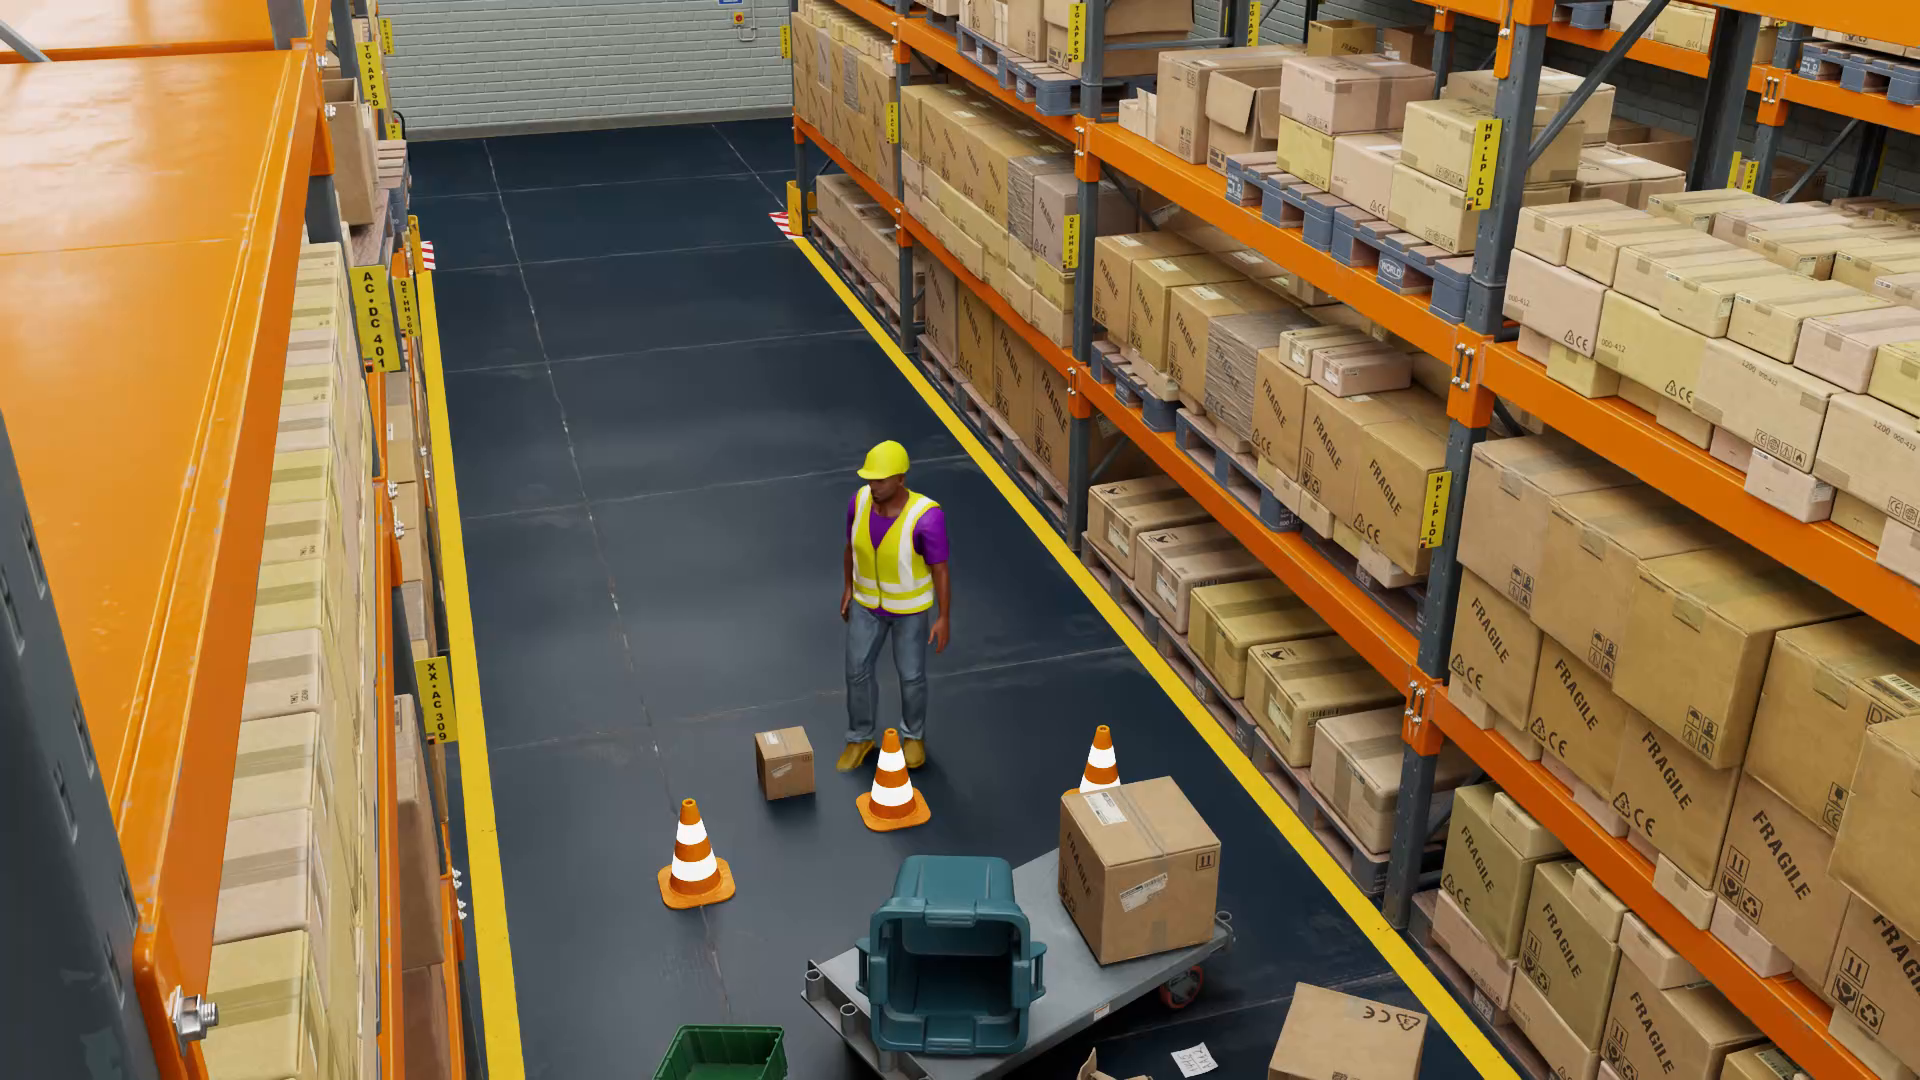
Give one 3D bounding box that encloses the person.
[{"bbox_3d":[-0.353,0.366,8.379,0.651,1.802,0.491,11,28,21],"label":"person"}]
